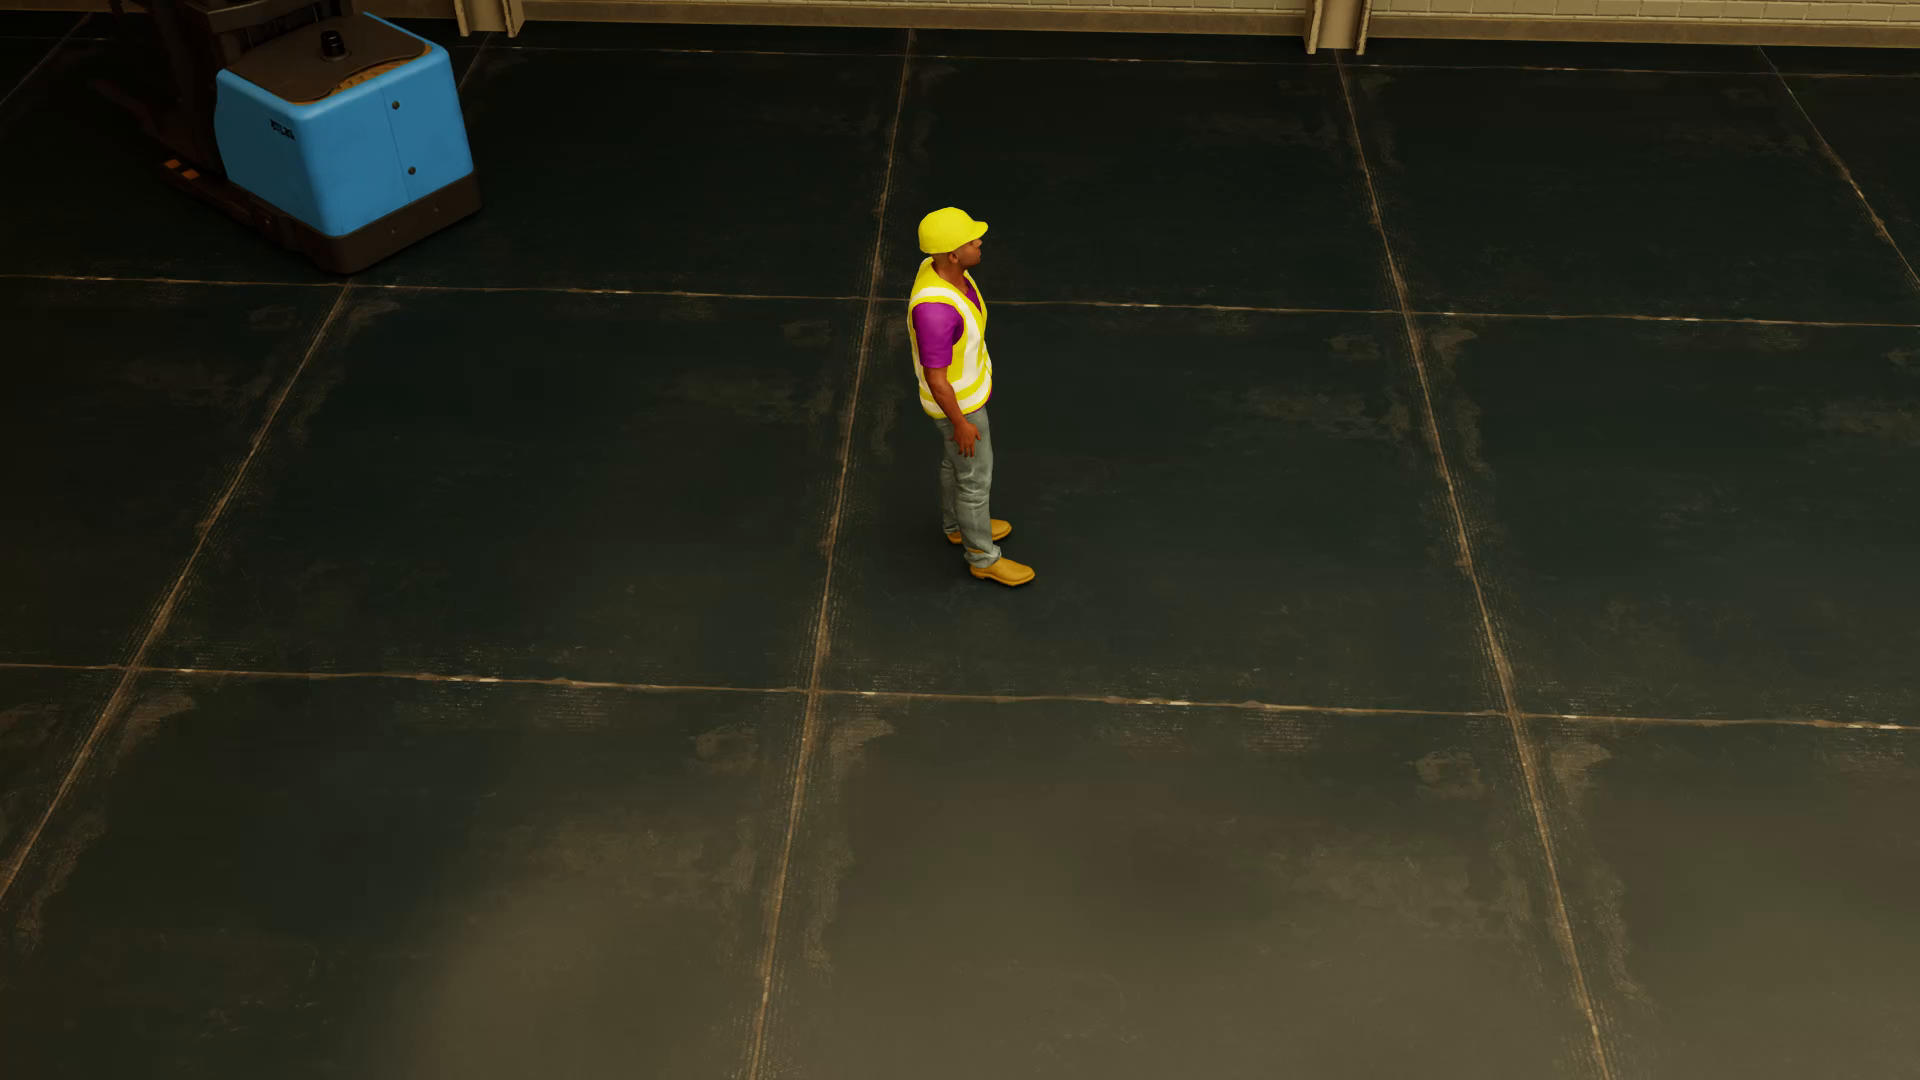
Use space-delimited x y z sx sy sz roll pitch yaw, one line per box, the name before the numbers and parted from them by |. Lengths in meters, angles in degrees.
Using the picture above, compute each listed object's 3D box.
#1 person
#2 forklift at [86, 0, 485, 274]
person | 0.070 -0.652 7.309 0.575 1.768 0.665 2 42 2
forklift | -4.328 -3.434 9.504 3.031 2.935 1.130 29 50 28
